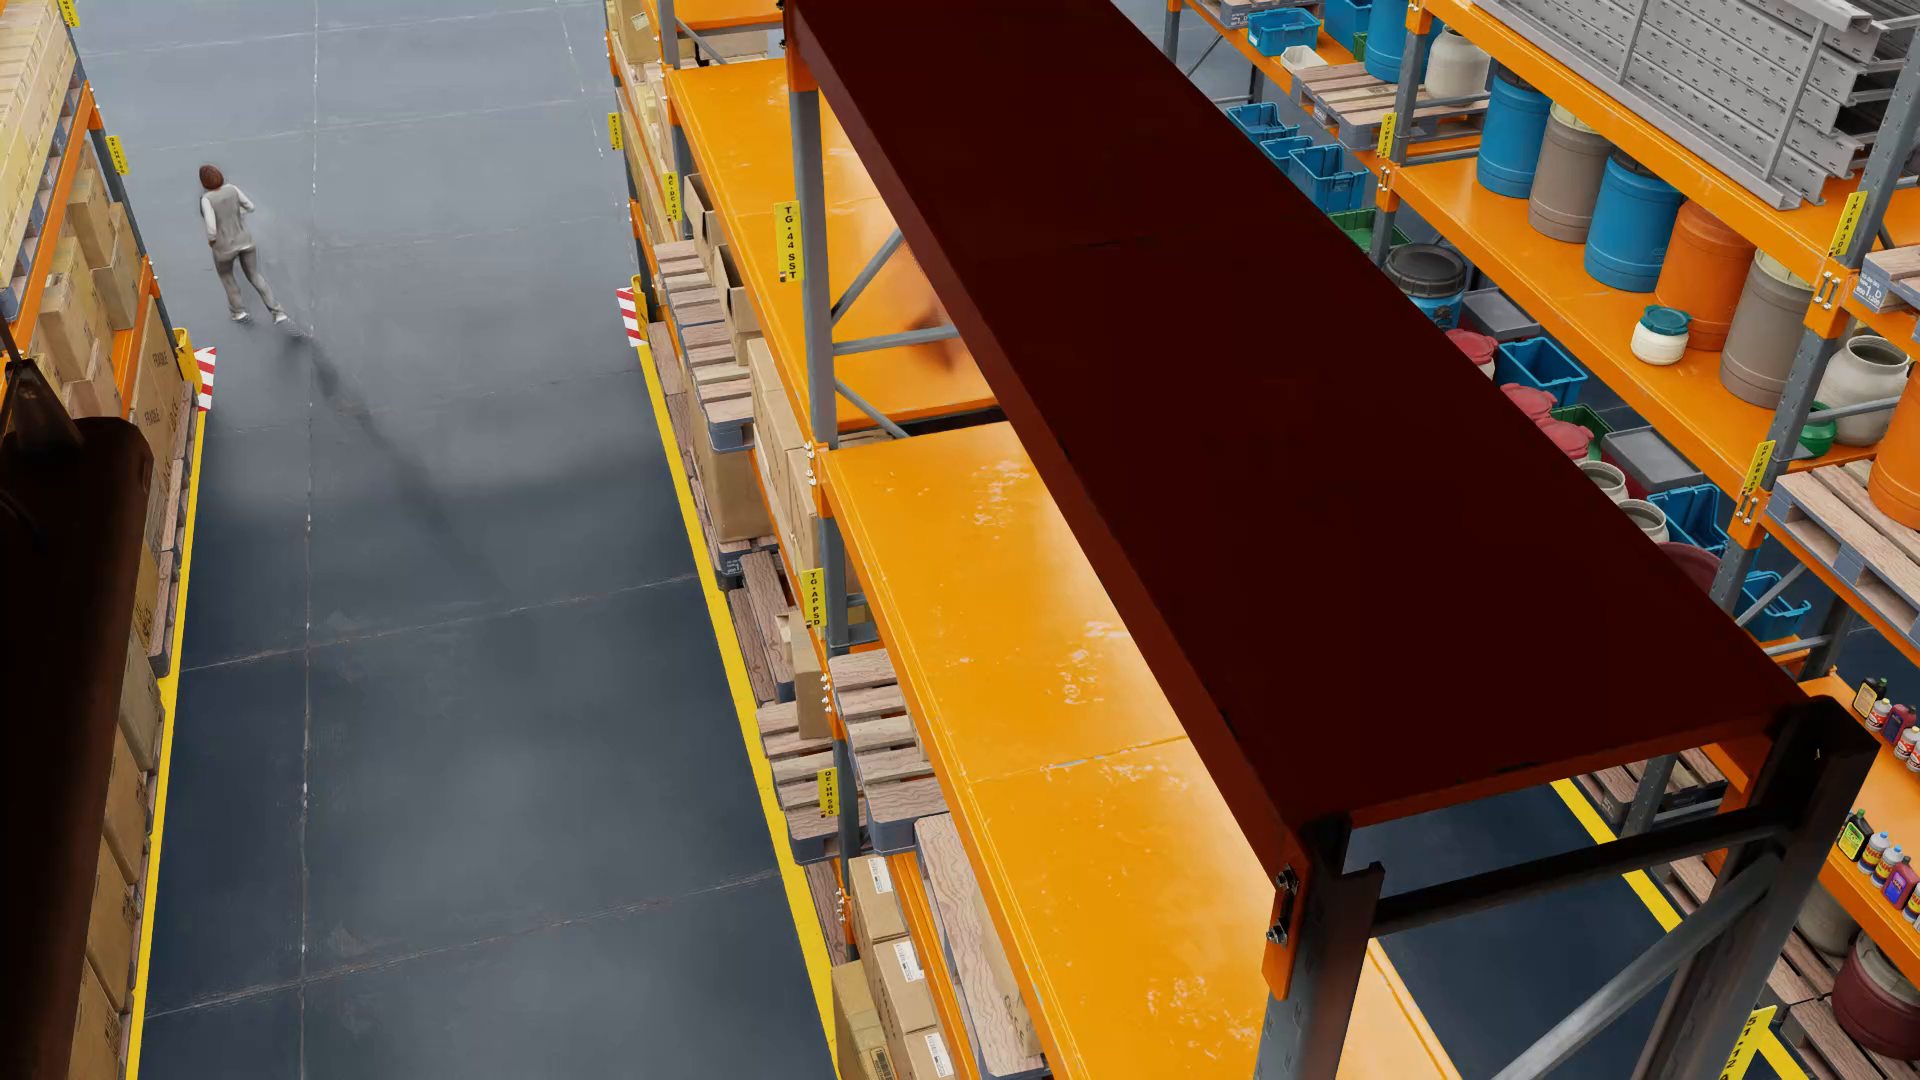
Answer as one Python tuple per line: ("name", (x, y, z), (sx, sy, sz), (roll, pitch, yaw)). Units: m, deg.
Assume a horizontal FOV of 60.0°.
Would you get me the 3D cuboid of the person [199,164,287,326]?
("person", (-6.447, -2.599, 14.803), (0.775, 1.619, 0.544), (28, 46, 31))
